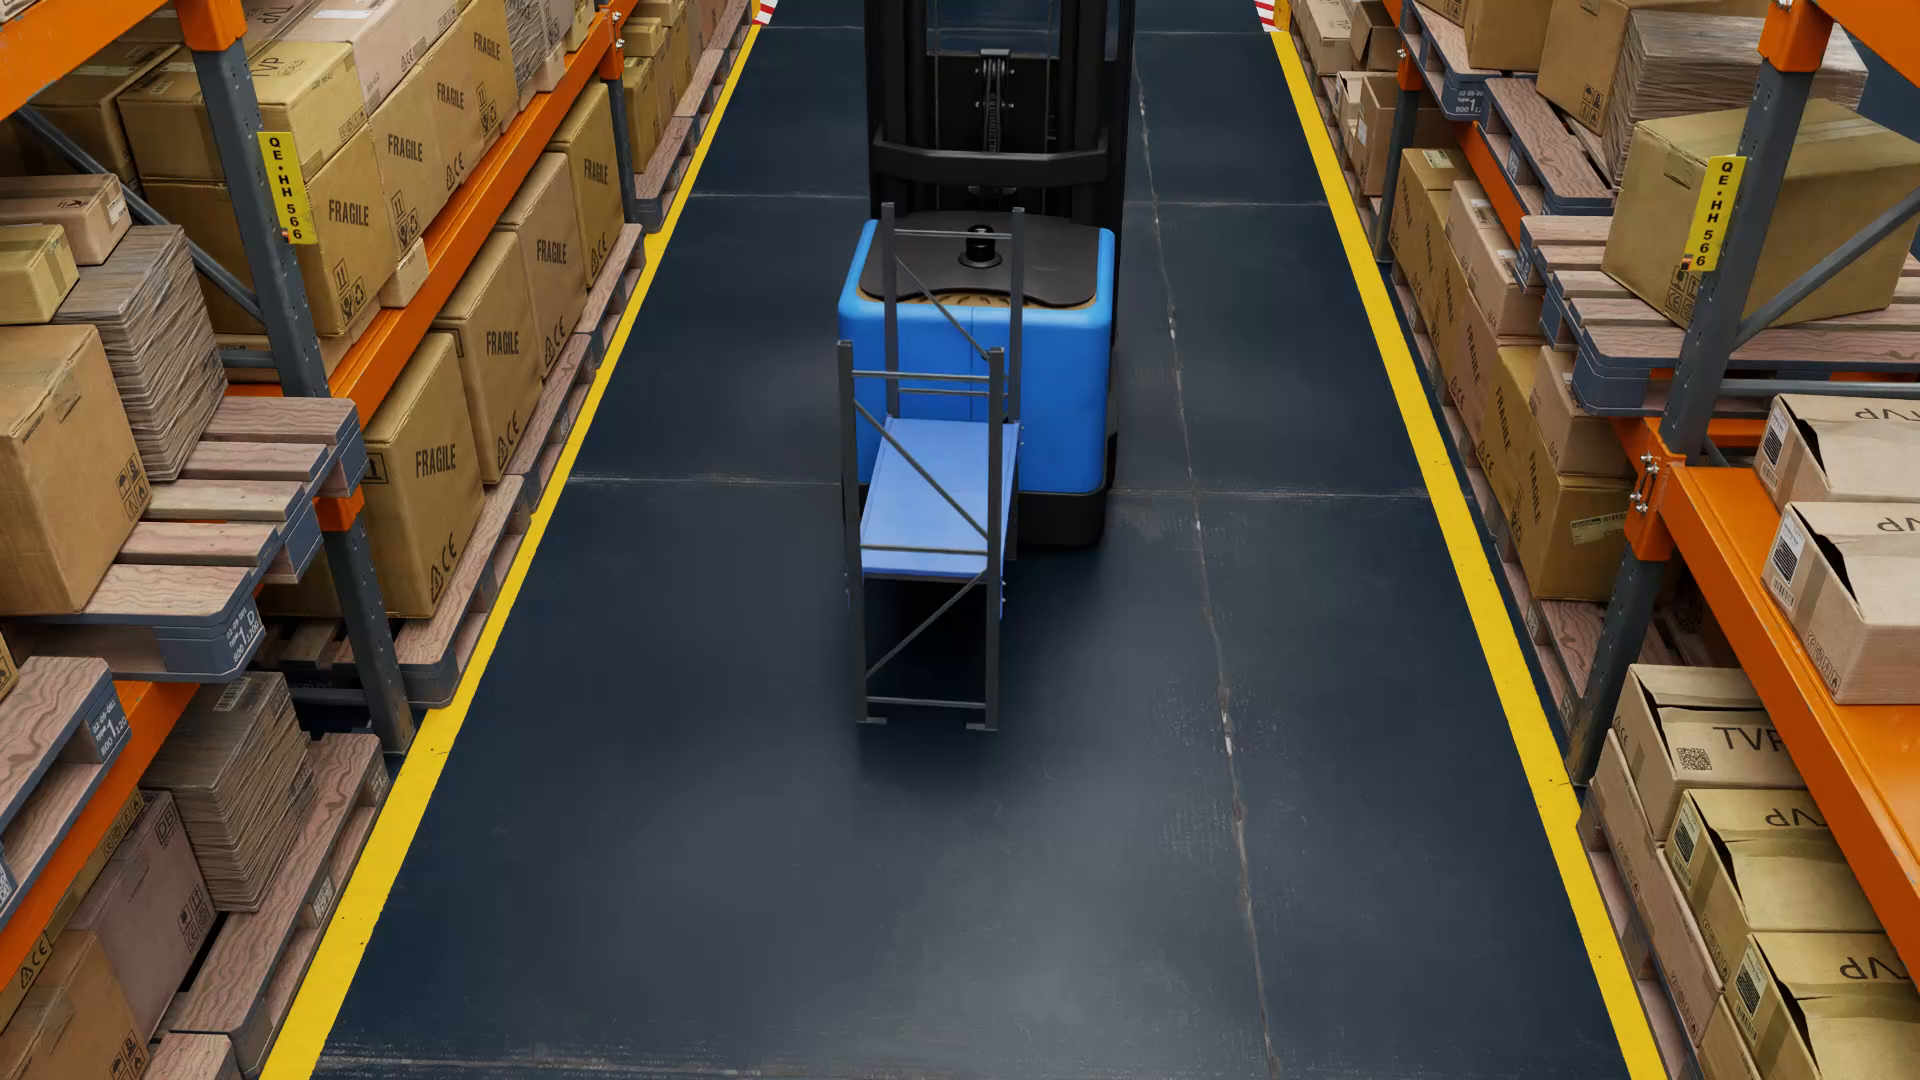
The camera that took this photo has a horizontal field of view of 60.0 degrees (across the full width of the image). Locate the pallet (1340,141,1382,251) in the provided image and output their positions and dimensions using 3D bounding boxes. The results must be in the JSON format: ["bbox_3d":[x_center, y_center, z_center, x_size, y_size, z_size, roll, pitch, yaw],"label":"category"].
[{"bbox_3d":[2.743,-1.971,9.371,1.003,0.211,1.213,1,35,2],"label":"pallet"}]

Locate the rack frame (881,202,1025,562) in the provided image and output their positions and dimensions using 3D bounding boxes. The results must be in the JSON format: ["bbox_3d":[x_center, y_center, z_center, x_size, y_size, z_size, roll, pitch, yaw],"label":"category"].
[{"bbox_3d":[-0.024,-0.547,6.224,0.500,1.500,0.032,3,35,4],"label":"rack frame"}]

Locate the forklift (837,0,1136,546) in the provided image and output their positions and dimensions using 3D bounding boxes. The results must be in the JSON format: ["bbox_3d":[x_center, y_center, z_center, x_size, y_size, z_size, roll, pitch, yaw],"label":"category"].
[{"bbox_3d":[0.181,-2.006,7.056,1.130,2.935,3.031,3,35,4],"label":"forklift"}]

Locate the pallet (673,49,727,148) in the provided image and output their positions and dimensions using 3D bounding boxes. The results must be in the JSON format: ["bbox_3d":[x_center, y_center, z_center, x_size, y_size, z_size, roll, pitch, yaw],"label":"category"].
[{"bbox_3d":[-2.080,-2.827,10.588,1.003,0.211,1.213,1,35,2],"label":"pallet"}]

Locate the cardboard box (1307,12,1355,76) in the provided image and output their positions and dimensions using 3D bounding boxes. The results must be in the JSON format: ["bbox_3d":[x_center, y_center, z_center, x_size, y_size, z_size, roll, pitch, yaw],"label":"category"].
[{"bbox_3d":[2.530,-3.190,10.689,0.500,0.250,0.500,1,35,2],"label":"cardboard box"}]

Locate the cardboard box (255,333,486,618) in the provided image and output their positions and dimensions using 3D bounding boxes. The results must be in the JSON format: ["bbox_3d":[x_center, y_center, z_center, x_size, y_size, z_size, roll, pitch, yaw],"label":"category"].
[{"bbox_3d":[-2.235,-0.243,5.992,0.750,0.750,0.750,1,35,1],"label":"cardboard box"}]

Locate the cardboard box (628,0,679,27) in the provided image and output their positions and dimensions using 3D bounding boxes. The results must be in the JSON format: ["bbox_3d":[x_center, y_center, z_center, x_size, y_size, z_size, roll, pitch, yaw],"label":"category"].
[{"bbox_3d":[-1.886,-3.164,9.888,0.380,0.149,0.250,0,35,1],"label":"cardboard box"}]

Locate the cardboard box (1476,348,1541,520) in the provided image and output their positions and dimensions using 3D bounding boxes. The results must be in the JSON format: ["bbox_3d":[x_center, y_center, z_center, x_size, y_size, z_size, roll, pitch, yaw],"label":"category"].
[{"bbox_3d":[2.378,-0.417,6.525,0.500,0.500,0.500,0,35,0],"label":"cardboard box"}]

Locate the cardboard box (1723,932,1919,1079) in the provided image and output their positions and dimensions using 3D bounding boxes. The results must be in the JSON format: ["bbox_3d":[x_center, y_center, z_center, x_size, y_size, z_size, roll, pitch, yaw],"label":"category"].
[{"bbox_3d":[2.204,1.194,3.981,0.500,0.311,0.500,0,35,1],"label":"cardboard box"}]

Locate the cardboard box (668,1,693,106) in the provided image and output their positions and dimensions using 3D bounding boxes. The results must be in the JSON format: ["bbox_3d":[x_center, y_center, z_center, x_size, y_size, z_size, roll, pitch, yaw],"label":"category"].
[{"bbox_3d":[-2.056,-2.989,10.204,0.700,0.500,0.500,2,35,3],"label":"cardboard box"}]

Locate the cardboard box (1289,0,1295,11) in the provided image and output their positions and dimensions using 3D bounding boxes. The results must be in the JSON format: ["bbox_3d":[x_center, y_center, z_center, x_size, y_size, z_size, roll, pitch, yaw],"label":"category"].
[{"bbox_3d":[2.515,-3.796,11.640,0.380,0.149,0.250,1,35,2],"label":"cardboard box"}]

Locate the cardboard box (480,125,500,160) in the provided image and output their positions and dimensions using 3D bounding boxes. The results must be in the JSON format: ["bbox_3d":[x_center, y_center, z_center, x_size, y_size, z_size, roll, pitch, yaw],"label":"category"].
[{"bbox_3d":[-2.083,-1.653,6.694,0.380,0.149,0.250,2,35,3],"label":"cardboard box"}]

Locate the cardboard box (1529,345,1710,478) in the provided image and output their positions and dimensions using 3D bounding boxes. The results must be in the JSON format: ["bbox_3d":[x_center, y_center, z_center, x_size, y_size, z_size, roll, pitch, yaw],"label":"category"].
[{"bbox_3d":[2.355,-0.459,5.933,0.500,0.250,0.500,3,35,4],"label":"cardboard box"}]

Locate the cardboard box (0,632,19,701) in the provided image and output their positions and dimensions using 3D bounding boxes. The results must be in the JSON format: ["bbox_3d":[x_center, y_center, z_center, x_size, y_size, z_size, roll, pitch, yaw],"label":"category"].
[{"bbox_3d":[-2.433,0.234,3.339,0.700,0.500,0.500,1,35,2],"label":"cardboard box"}]

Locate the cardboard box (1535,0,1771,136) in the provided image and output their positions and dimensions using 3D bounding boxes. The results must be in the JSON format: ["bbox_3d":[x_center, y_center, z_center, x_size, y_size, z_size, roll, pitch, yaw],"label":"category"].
[{"bbox_3d":[2.705,-1.914,6.412,0.700,0.500,0.500,-7,36,-10],"label":"cardboard box"}]

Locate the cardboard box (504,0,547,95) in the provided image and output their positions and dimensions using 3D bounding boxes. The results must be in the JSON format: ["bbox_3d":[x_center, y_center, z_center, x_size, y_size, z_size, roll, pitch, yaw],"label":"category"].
[{"bbox_3d":[-2.041,-2.148,6.834,0.500,0.500,0.500,1,35,2],"label":"cardboard box"}]

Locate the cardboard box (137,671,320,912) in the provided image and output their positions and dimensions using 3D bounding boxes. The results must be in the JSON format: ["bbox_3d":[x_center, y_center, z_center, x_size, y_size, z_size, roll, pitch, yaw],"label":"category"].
[{"bbox_3d":[-2.373,0.726,4.900,0.700,0.500,0.500,2,35,3],"label":"cardboard box"}]

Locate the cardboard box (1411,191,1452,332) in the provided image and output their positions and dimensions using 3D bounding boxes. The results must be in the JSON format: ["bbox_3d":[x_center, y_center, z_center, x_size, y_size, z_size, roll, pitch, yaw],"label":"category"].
[{"bbox_3d":[2.441,-1.296,7.776,0.500,0.500,0.500,2,35,3],"label":"cardboard box"}]

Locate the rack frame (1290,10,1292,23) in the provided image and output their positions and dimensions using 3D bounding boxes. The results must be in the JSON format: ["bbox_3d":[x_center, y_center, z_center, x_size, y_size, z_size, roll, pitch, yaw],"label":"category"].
[{"bbox_3d":[2.875,-5.016,11.278,1.000,3.000,0.127,1,35,2],"label":"rack frame"}]

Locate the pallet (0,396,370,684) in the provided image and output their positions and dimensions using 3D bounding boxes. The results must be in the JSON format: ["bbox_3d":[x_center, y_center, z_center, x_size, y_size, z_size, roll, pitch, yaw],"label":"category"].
[{"bbox_3d":[-2.318,-0.041,4.367,1.213,0.211,1.003,1,35,2],"label":"pallet"}]

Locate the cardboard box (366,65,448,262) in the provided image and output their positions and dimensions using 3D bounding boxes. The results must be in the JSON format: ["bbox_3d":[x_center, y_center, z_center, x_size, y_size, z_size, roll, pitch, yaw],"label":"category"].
[{"bbox_3d":[-2.090,-1.276,5.594,0.500,0.500,0.500,2,35,3],"label":"cardboard box"}]

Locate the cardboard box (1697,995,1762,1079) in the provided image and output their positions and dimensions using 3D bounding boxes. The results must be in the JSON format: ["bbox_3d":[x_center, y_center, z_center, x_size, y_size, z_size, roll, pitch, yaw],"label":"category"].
[{"bbox_3d":[2.205,1.416,4.153,0.500,0.250,0.500,0,35,1],"label":"cardboard box"}]

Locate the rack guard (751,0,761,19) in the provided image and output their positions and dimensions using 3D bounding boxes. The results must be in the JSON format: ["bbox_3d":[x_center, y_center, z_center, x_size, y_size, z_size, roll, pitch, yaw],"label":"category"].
[{"bbox_3d":[-2.074,-4.119,12.176,1.175,0.500,0.348,1,35,2],"label":"rack guard"}]

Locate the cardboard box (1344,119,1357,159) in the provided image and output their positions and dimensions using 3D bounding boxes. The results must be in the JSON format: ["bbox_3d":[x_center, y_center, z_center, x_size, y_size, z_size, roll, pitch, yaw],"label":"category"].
[{"bbox_3d":[2.409,-2.282,9.485,0.380,0.149,0.250,1,35,2],"label":"cardboard box"}]

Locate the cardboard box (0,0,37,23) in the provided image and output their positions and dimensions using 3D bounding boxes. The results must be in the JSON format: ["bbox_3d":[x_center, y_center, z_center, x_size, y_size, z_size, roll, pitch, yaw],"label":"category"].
[{"bbox_3d":[-2.155,-1.311,3.457,0.500,0.311,0.500,1,35,2],"label":"cardboard box"}]

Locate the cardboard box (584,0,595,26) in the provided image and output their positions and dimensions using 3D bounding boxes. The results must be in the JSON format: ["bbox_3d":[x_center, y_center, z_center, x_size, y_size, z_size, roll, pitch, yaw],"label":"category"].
[{"bbox_3d":[-1.966,-2.534,7.948,0.380,0.149,0.250,2,35,2],"label":"cardboard box"}]

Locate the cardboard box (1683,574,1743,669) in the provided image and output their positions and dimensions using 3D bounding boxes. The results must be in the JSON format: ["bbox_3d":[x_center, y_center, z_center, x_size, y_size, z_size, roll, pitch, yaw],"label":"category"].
[{"bbox_3d":[2.858,0.169,5.693,0.500,0.500,0.500,3,35,4],"label":"cardboard box"}]

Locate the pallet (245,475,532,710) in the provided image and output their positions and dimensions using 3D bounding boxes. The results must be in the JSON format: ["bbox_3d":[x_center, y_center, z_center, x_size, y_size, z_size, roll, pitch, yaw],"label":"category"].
[{"bbox_3d":[-2.289,0.158,6.341,1.003,0.211,1.213,1,35,2],"label":"pallet"}]

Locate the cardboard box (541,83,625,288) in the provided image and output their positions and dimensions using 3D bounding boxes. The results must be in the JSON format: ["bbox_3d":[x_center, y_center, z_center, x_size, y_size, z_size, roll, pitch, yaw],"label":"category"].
[{"bbox_3d":[-2.131,-1.745,8.129,0.750,0.750,0.750,2,35,2],"label":"cardboard box"}]

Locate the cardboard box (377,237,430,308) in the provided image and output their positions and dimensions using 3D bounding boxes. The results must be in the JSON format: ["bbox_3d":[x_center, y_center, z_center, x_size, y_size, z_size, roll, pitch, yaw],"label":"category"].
[{"bbox_3d":[-2.037,-0.916,5.646,0.380,0.149,0.250,2,35,3],"label":"cardboard box"}]

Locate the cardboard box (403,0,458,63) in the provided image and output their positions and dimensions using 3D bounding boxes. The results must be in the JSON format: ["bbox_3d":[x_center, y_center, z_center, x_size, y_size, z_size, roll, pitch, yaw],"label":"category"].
[{"bbox_3d":[-2.083,-1.860,5.773,0.500,0.250,0.500,2,35,2],"label":"cardboard box"}]

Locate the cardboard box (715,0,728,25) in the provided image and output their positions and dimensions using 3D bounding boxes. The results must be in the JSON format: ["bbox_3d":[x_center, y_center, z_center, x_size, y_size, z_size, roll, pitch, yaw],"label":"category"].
[{"bbox_3d":[-2.003,-3.872,11.460,0.700,0.500,0.500,1,35,2],"label":"cardboard box"}]

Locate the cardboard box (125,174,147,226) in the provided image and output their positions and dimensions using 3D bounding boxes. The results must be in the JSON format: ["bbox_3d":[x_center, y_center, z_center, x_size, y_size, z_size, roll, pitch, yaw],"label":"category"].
[{"bbox_3d":[-2.640,-0.980,5.172,0.500,0.500,0.500,2,35,2],"label":"cardboard box"}]

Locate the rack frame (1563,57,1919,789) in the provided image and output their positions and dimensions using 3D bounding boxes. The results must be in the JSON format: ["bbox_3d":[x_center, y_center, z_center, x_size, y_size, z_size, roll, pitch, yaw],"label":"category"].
[{"bbox_3d":[2.554,-0.419,4.738,1.000,3.000,0.127,1,35,2],"label":"rack frame"}]

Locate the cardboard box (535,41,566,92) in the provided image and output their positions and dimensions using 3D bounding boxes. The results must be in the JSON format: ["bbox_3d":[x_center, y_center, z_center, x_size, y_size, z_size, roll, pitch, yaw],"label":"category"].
[{"bbox_3d":[-1.960,-2.088,7.313,0.380,0.149,0.250,1,35,2],"label":"cardboard box"}]

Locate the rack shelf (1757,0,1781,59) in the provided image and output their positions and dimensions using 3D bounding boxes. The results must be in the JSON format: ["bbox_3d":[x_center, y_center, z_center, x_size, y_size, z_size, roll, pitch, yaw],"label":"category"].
[{"bbox_3d":[2.634,-2.501,5.717,1.077,0.370,4.000,1,35,2],"label":"rack shelf"}]

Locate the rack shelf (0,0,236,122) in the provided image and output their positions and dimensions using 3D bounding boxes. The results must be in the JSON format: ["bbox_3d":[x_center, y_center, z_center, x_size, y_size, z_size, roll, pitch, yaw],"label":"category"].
[{"bbox_3d":[-2.476,-0.315,2.607,1.077,0.370,4.000,1,35,2],"label":"rack shelf"}]

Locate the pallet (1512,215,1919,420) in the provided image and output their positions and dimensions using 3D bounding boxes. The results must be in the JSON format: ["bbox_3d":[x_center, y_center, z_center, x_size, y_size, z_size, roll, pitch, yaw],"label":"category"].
[{"bbox_3d":[2.511,-0.732,5.349,1.213,0.211,1.003,1,35,2],"label":"pallet"}]

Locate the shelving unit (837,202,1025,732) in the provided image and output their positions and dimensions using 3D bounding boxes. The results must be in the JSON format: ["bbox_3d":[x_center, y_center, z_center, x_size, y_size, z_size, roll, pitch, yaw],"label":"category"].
[{"bbox_3d":[-0.071,-0.256,5.810,0.538,1.500,1.048,3,35,4],"label":"shelving unit"}]

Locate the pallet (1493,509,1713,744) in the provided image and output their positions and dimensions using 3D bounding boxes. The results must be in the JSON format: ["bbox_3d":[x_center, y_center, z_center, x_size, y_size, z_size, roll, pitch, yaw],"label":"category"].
[{"bbox_3d":[2.622,0.294,6.149,1.003,0.211,1.213,1,35,2],"label":"pallet"}]

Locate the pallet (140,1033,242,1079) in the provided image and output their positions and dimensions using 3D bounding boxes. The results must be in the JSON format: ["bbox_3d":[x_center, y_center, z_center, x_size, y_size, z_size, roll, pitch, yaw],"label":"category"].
[{"bbox_3d":[-2.480,1.757,4.066,1.003,0.211,1.213,1,35,2],"label":"pallet"}]

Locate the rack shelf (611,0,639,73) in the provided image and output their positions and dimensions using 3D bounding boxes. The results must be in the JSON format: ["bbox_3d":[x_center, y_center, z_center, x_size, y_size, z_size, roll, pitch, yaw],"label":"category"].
[{"bbox_3d":[-2.155,-3.684,10.009,1.077,0.370,4.000,1,35,2],"label":"rack shelf"}]

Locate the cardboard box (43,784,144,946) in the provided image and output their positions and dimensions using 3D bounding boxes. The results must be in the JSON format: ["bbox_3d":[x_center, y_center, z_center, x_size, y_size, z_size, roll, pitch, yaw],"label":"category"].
[{"bbox_3d":[-2.458,0.745,4.220,0.500,0.250,0.500,2,35,3],"label":"cardboard box"}]
